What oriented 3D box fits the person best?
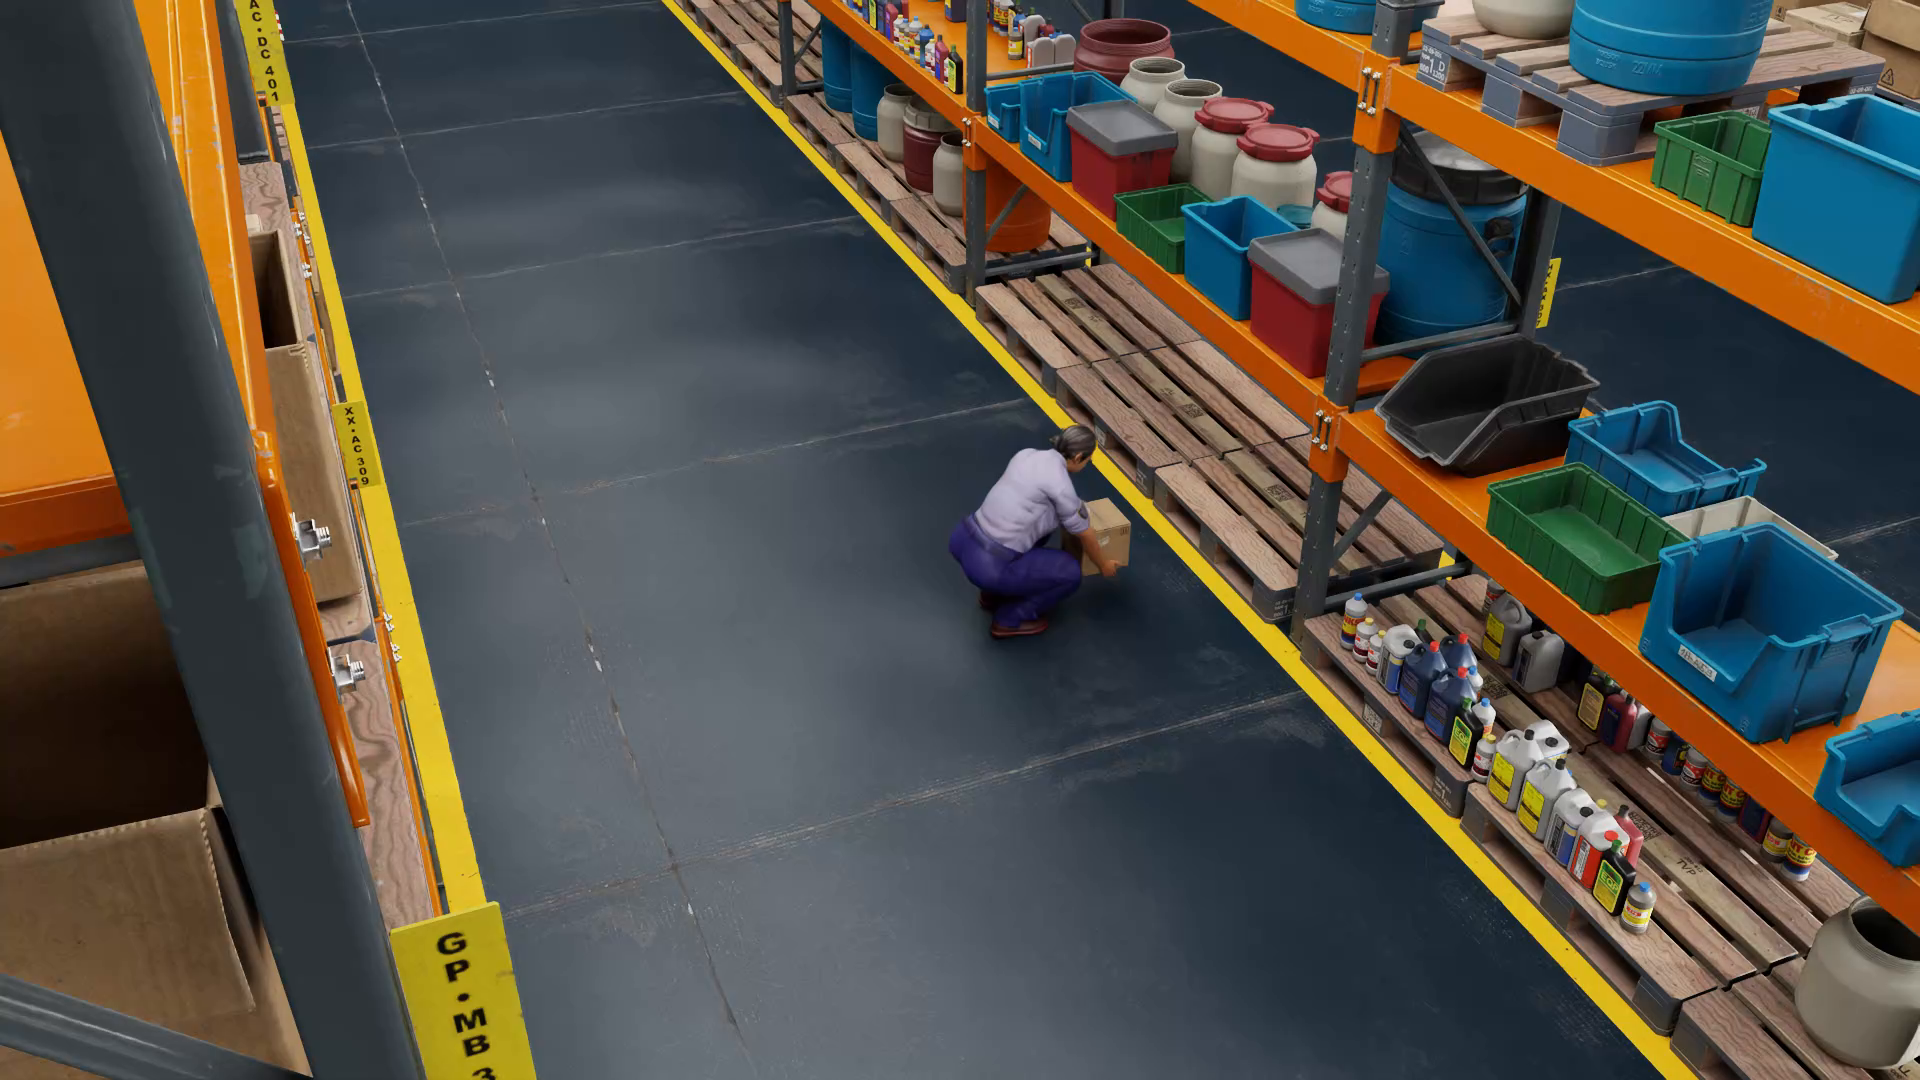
[{"bbox_3d":[0.356,-0.053,7.885,0.834,0.943,0.505,-14,36,-20],"label":"person"}]
